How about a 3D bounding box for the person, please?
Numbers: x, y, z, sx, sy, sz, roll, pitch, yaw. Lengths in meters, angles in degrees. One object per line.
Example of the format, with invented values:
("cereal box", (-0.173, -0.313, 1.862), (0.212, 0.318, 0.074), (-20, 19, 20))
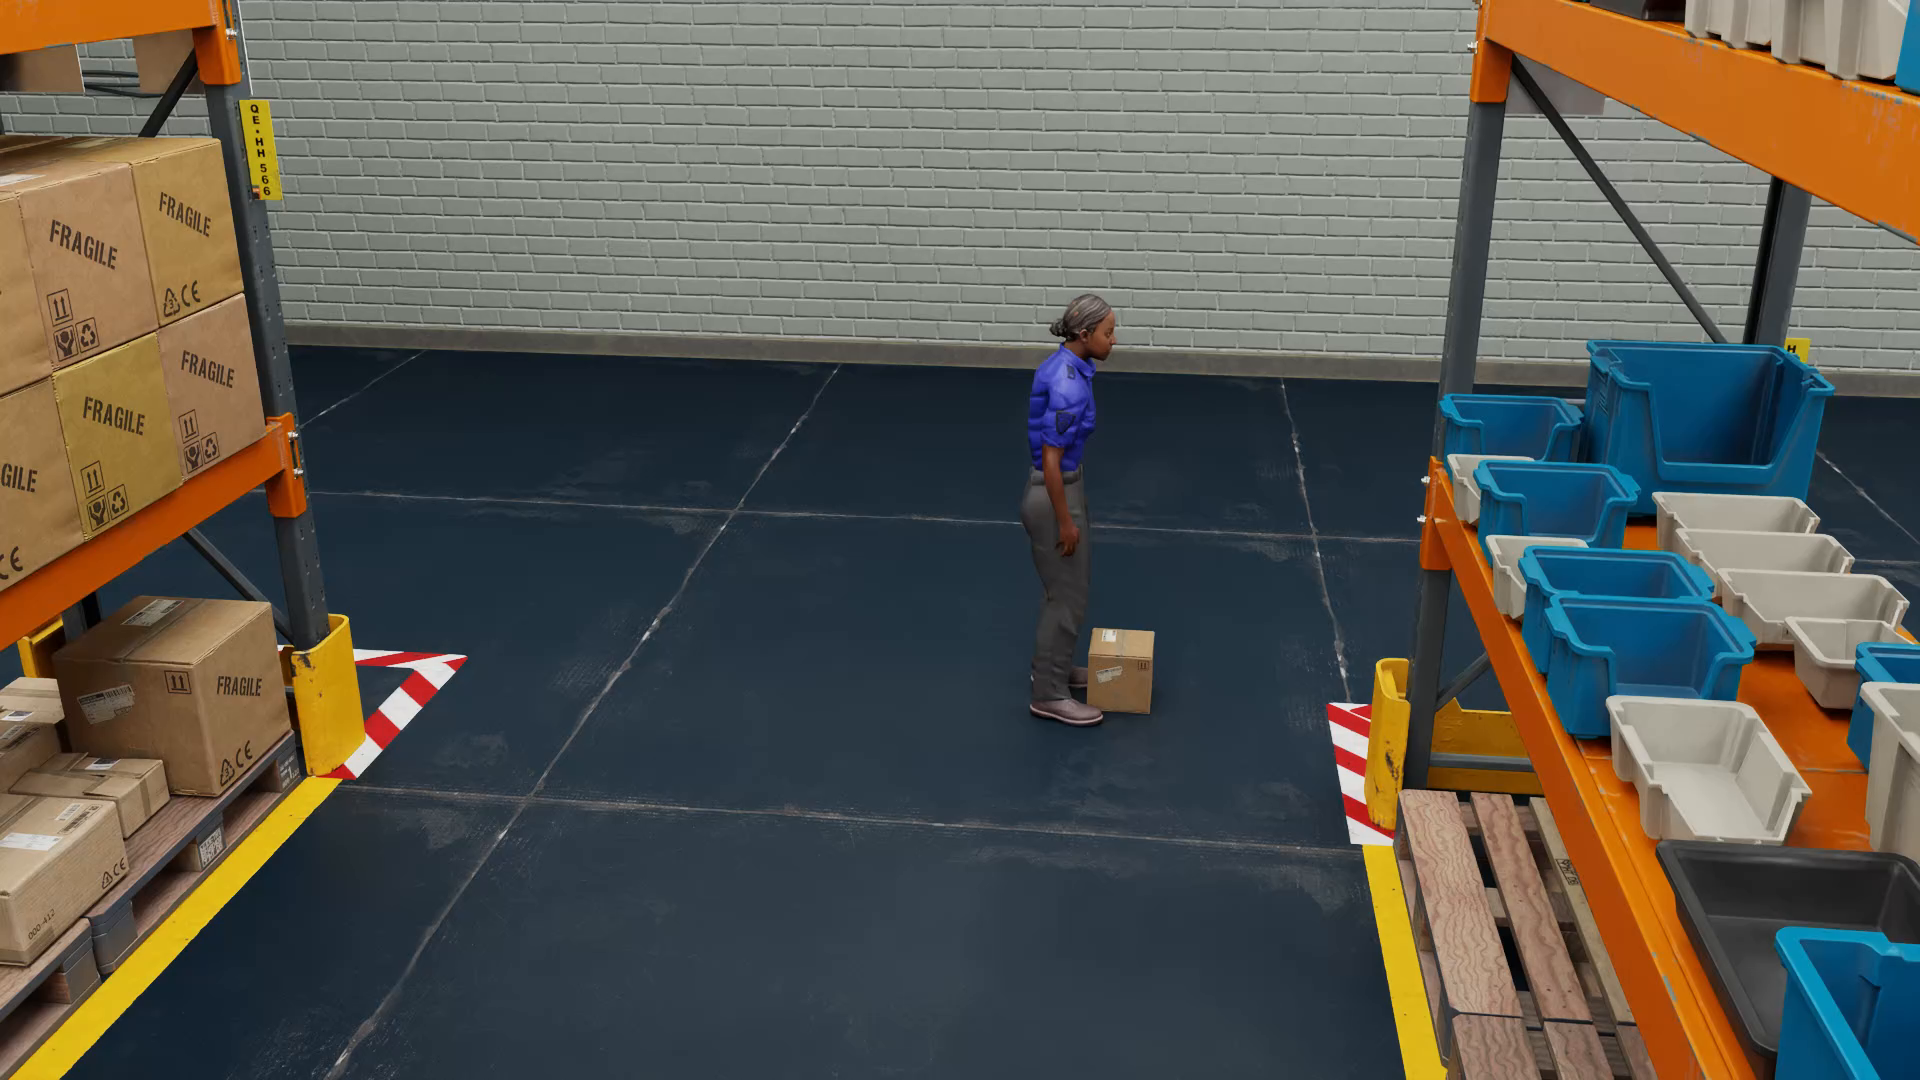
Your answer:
("person", (0.409, -0.133, 6.432), (0.348, 1.654, 0.503), (2, 21, 6))
